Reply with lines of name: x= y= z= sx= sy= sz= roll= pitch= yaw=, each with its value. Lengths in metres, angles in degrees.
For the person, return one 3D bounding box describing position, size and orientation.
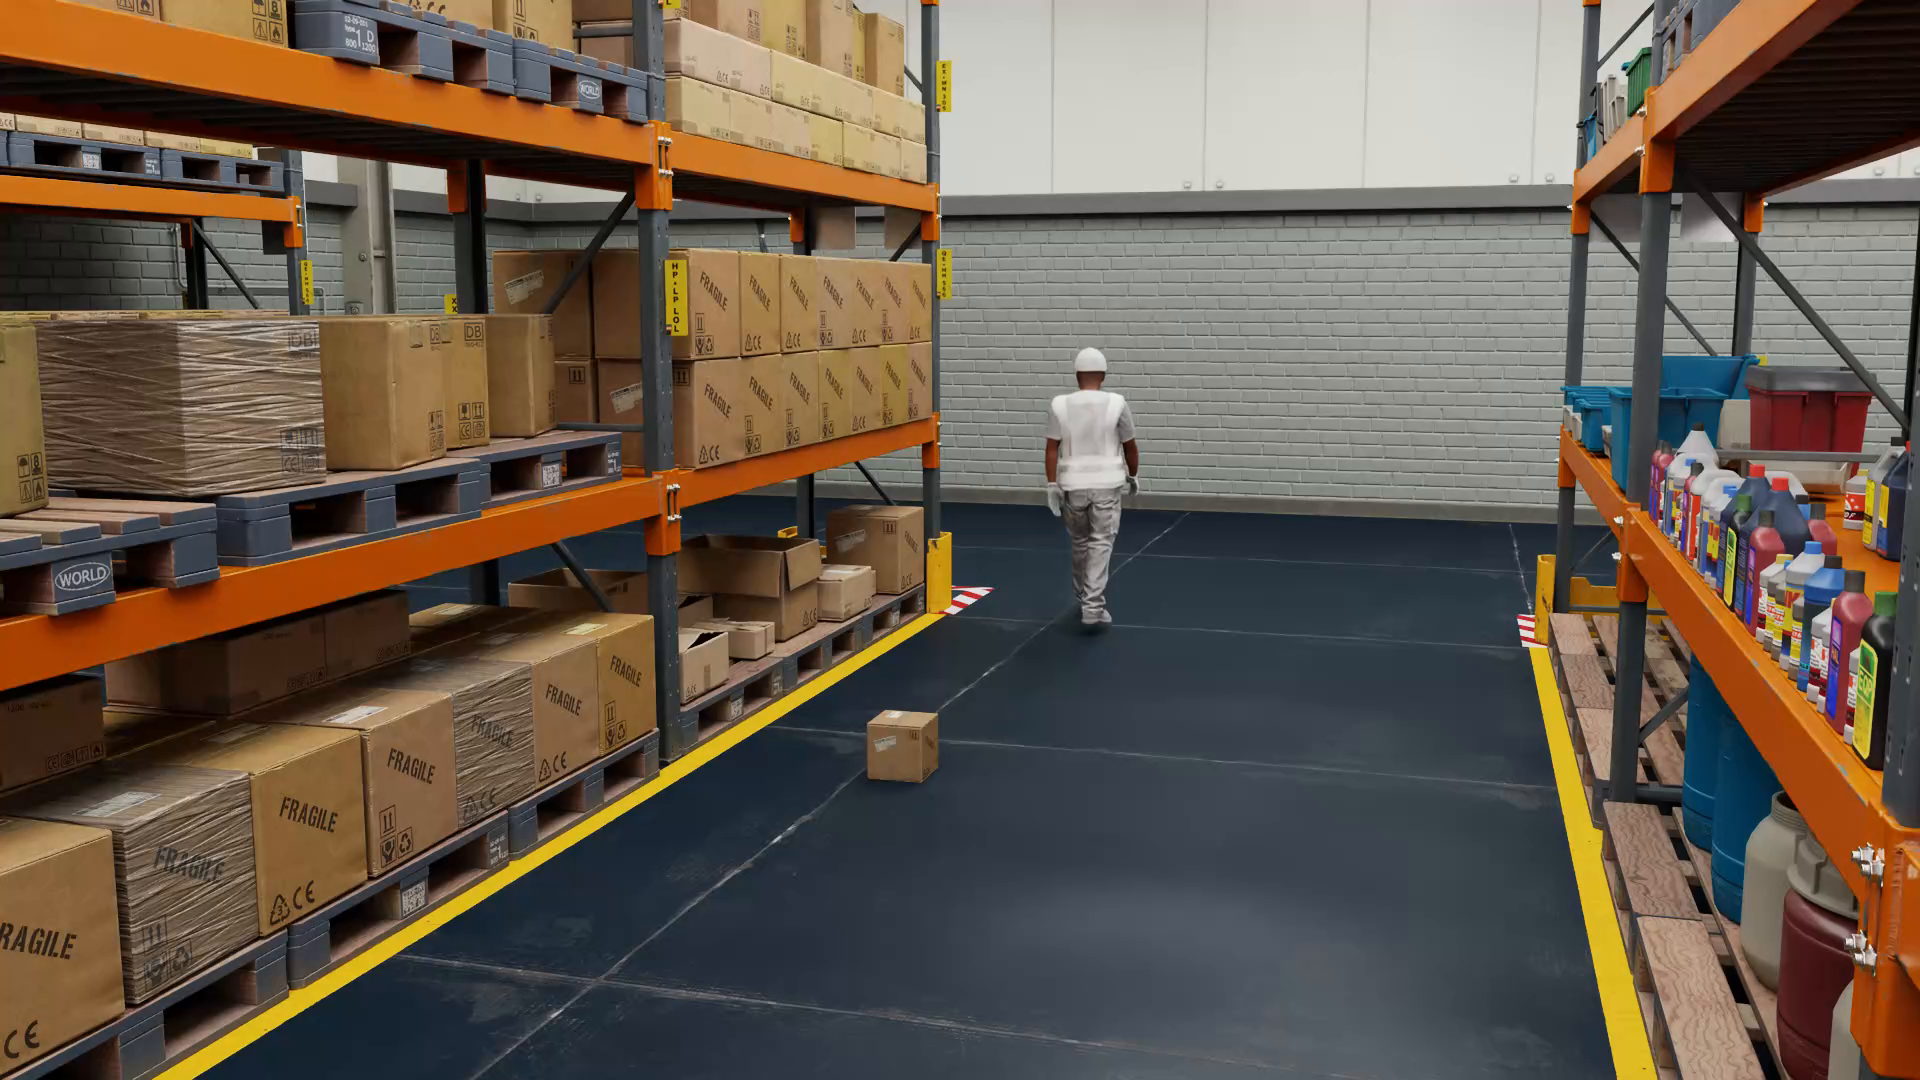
person: x=0.856 y=-0.357 z=10.675 sx=0.564 sy=1.744 sz=0.980 roll=2 pitch=9 yaw=15
